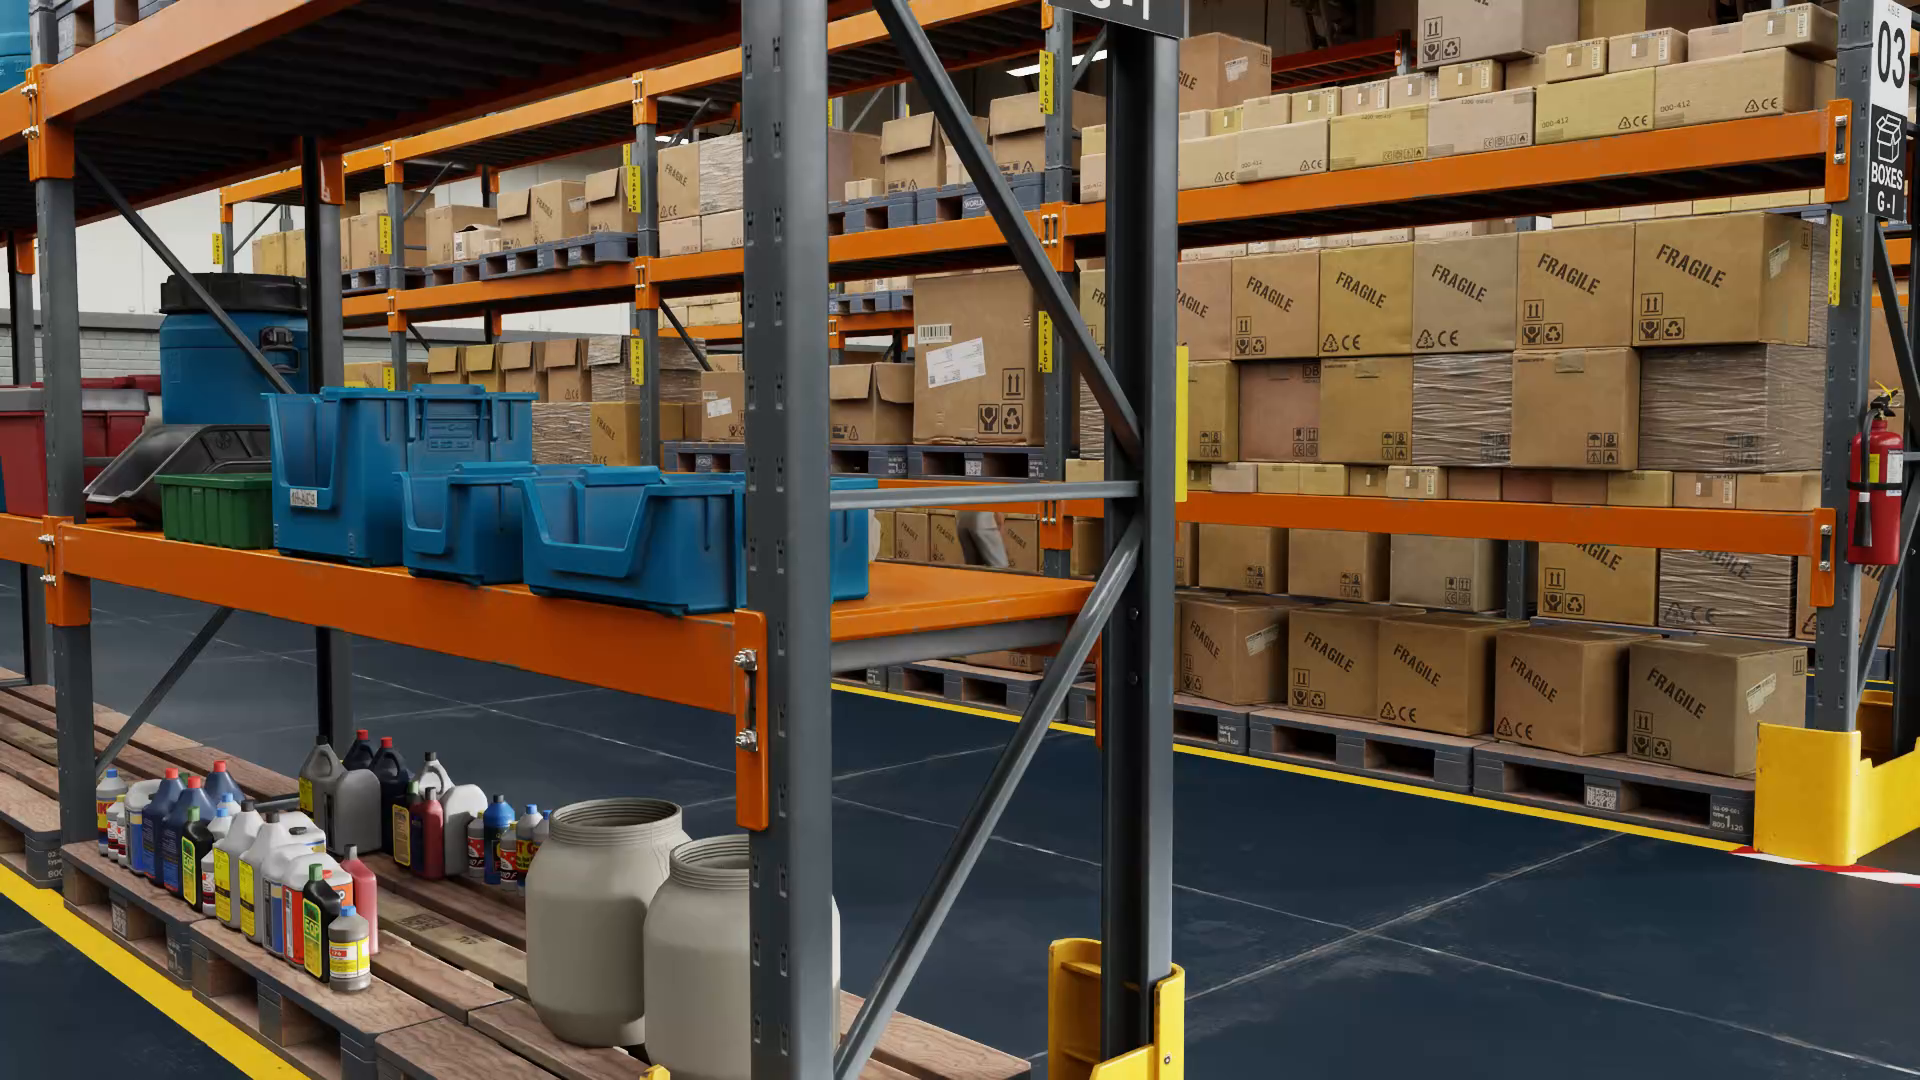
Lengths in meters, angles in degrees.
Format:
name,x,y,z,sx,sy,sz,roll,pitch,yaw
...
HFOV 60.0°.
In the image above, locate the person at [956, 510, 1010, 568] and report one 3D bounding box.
name,x,y,z,sx,sy,sz,roll,pitch,yaw
person,0.161,-0.064,13.021,0.387,1.602,0.461,-4,5,-42
